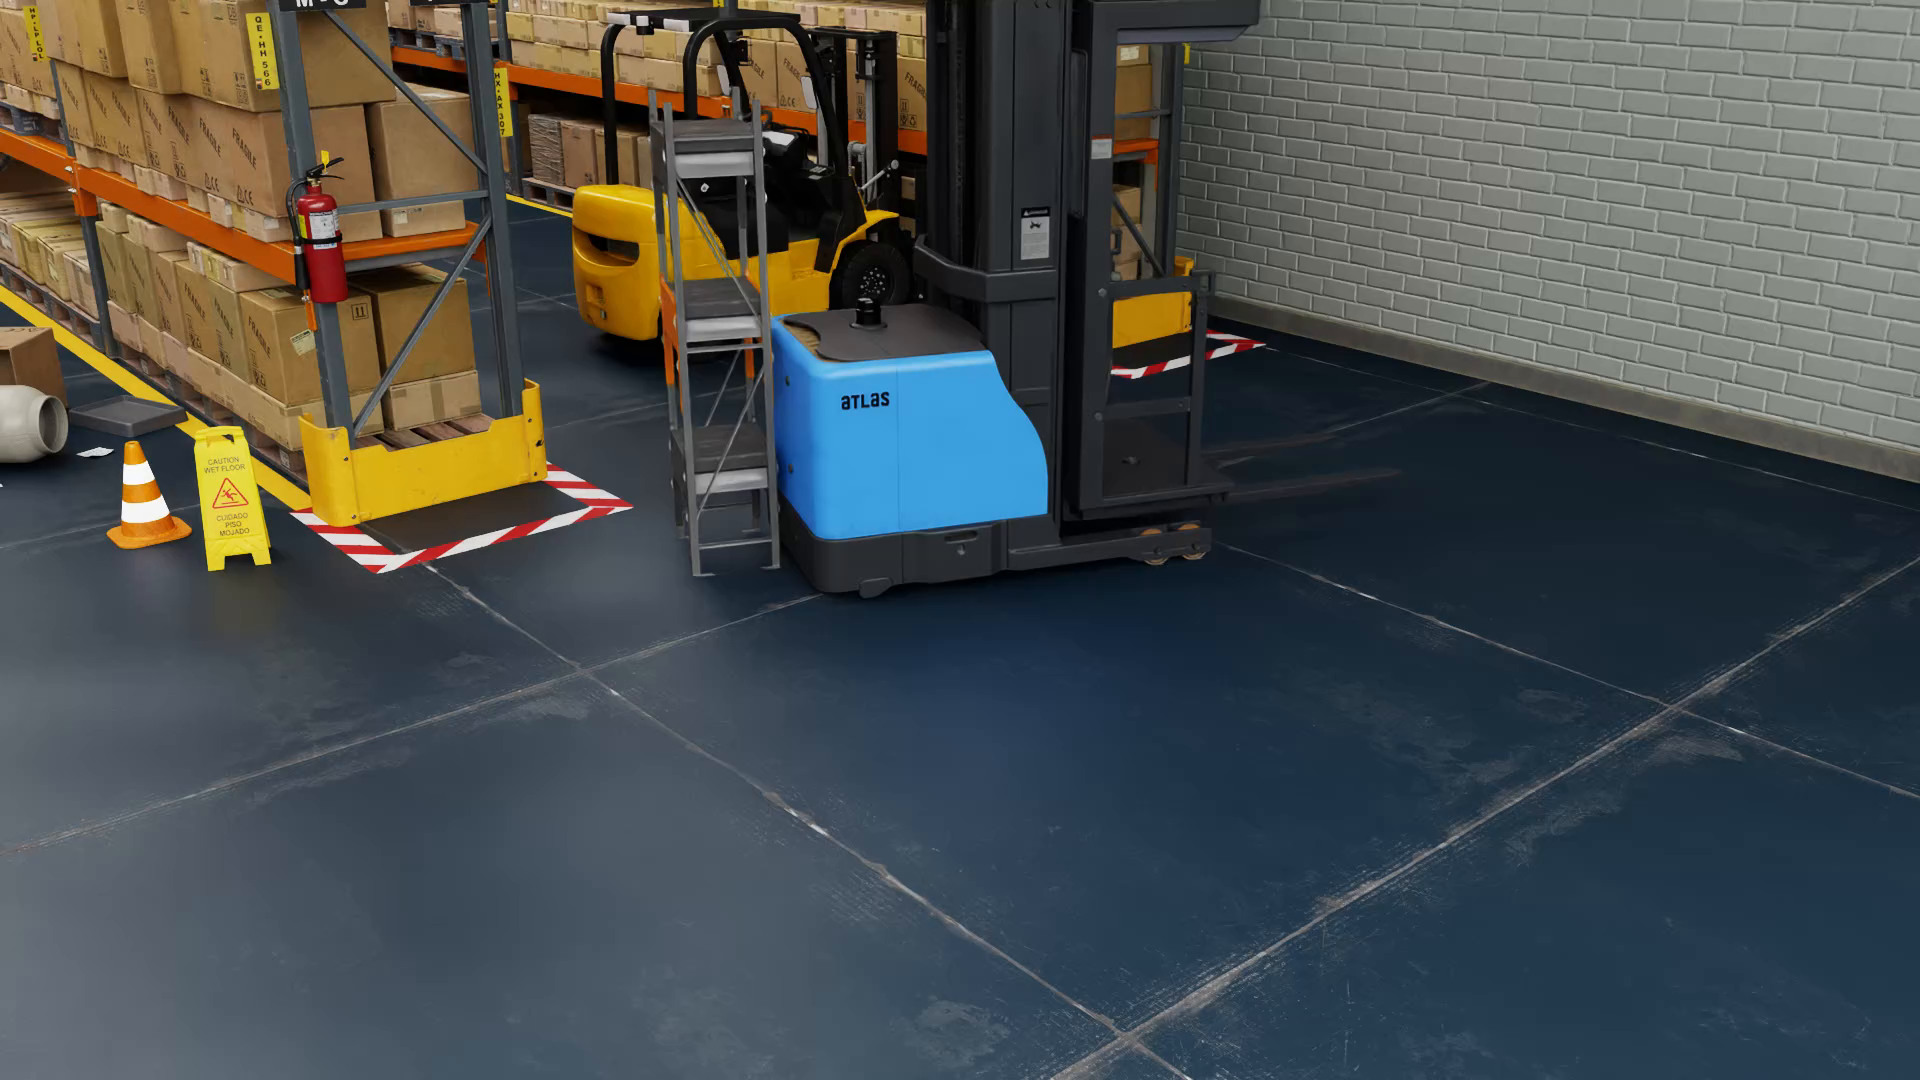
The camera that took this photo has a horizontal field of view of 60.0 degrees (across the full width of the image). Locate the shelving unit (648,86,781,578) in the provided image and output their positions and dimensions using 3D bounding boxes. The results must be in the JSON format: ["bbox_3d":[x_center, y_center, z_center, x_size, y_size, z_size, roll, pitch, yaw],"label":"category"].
[{"bbox_3d":[-1.092,-0.913,7.436,0.431,2.100,0.503,-6,22,-16],"label":"shelving unit"}]

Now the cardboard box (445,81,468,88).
[{"bbox_3d":[-5.619,-5.124,18.916,0.380,0.149,0.250,-17,27,-36],"label":"cardboard box"}]

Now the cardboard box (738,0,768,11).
[{"bbox_3d":[-1.540,-4.232,13.241,0.380,0.149,0.250,-17,27,-36],"label":"cardboard box"}]

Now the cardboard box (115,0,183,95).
[{"bbox_3d":[-3.904,-2.613,8.627,0.700,0.500,0.500,-18,28,-38],"label":"cardboard box"}]

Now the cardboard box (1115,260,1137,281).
[{"bbox_3d":[0.916,-1.896,11.905,0.500,0.250,0.500,-17,27,-37],"label":"cardboard box"}]

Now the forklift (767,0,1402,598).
[{"bbox_3d":[0.648,-1.421,7.594,3.031,2.935,1.130,-7,23,-18],"label":"forklift"}]

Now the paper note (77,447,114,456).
[{"bbox_3d":[-4.777,-0.491,9.195,0.148,0.019,0.142,12,24,27],"label":"paper note"}]

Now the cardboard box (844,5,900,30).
[{"bbox_3d":[-0.639,-3.895,12.380,0.380,0.149,0.250,-18,27,-38],"label":"cardboard box"}]

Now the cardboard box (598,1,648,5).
[{"bbox_3d":[-3.056,-4.796,15.089,0.380,0.149,0.250,-17,27,-37],"label":"cardboard box"}]

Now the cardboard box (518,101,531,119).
[{"bbox_3d":[-4.648,-4.418,17.114,0.380,0.149,0.250,-19,28,-40],"label":"cardboard box"}]

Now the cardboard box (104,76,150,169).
[{"bbox_3d":[-4.542,-2.443,9.563,0.500,0.500,0.500,-18,28,-38],"label":"cardboard box"}]

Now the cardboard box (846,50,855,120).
[{"bbox_3d":[-0.747,-3.485,12.633,0.500,0.500,0.500,-18,28,-38],"label":"cardboard box"}]

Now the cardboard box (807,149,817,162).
[{"bbox_3d":[-1.119,-2.932,13.180,0.500,0.250,0.500,-17,27,-37],"label":"cardboard box"}]

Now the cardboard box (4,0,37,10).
[{"bbox_3d":[-6.213,-3.664,11.216,0.380,0.149,0.250,-18,28,-39],"label":"cardboard box"}]

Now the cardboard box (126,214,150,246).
[{"bbox_3d":[-4.727,-1.869,9.921,0.380,0.149,0.250,-16,27,-35],"label":"cardboard box"}]

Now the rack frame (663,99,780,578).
[{"bbox_3d":[-1.020,-0.828,7.219,0.400,2.100,0.015,-6,22,-16],"label":"rack frame"}]

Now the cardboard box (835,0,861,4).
[{"bbox_3d":[-0.770,-4.225,13.223,0.380,0.149,0.250,-18,28,-38],"label":"cardboard box"}]

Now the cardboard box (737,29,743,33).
[{"bbox_3d":[-1.914,-4.293,13.806,0.380,0.149,0.250,-16,27,-36],"label":"cardboard box"}]

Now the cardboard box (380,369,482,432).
[{"bbox_3d":[-2.987,-0.819,9.157,0.500,0.250,0.500,-18,28,-38],"label":"cardboard box"}]

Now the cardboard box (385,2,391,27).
[{"bbox_3d":[-6.129,-5.771,18.214,0.396,0.266,0.258,-16,26,-35],"label":"cardboard box"}]

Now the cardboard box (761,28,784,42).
[{"bbox_3d":[-1.344,-4.030,13.134,0.380,0.149,0.250,-17,27,-36],"label":"cardboard box"}]

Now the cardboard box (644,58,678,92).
[{"bbox_3d":[-2.383,-4.048,14.412,0.500,0.250,0.500,-18,27,-38],"label":"cardboard box"}]

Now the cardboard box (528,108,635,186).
[{"bbox_3d":[-3.737,-3.923,16.566,0.875,0.625,0.625,-16,27,-36],"label":"cardboard box"}]

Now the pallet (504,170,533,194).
[{"bbox_3d":[-4.593,-3.925,17.716,1.003,0.211,1.213,-17,27,-37],"label":"pallet"}]

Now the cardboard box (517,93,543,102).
[{"bbox_3d":[-4.614,-4.690,17.807,0.380,0.149,0.250,-17,27,-37],"label":"cardboard box"}]

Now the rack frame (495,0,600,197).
[{"bbox_3d":[-4.134,-5.008,16.658,1.000,3.000,0.127,-17,27,-37],"label":"rack frame"}]

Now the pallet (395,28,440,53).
[{"bbox_3d":[-5.407,-5.455,18.062,1.003,0.211,1.213,-17,27,-37],"label":"pallet"}]

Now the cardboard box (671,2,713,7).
[{"bbox_3d":[-2.382,-4.765,15.010,0.380,0.149,0.250,-18,27,-38],"label":"cardboard box"}]

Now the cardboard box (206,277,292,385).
[{"bbox_3d":[-3.734,-1.182,9.056,0.500,0.500,0.500,-16,27,-36],"label":"cardboard box"}]

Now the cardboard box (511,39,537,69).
[{"bbox_3d":[-4.030,-4.758,16.224,0.500,0.250,0.500,-17,27,-37],"label":"cardboard box"}]

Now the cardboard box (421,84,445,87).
[{"bbox_3d":[-5.973,-5.008,18.619,0.380,0.149,0.250,-18,27,-38],"label":"cardboard box"}]

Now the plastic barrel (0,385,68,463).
[{"bbox_3d":[-5.165,-0.626,9.002,0.512,0.421,0.421,0,21,-1],"label":"plastic barrel"}]

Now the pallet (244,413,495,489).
[{"bbox_3d":[-3.223,-0.571,9.152,1.003,0.211,1.213,-17,27,-37],"label":"pallet"}]

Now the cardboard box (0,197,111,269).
[{"bbox_3d":[-7.043,-2.437,13.121,0.950,0.372,0.625,-18,28,-38],"label":"cardboard box"}]

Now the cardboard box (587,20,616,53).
[{"bbox_3d":[-3.023,-4.568,15.054,0.500,0.250,0.500,-17,27,-37],"label":"cardboard box"}]

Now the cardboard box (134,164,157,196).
[{"bbox_3d":[-4.490,-2.085,9.538,0.380,0.149,0.250,-17,27,-37],"label":"cardboard box"}]

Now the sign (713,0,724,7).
[{"bbox_3d":[-1.928,-4.274,13.303,0.100,0.325,0.005,-17,27,-37],"label":"sign"}]

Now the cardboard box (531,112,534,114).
[{"bbox_3d":[-4.502,-4.363,17.863,0.500,0.500,0.500,-17,27,-37],"label":"cardboard box"}]

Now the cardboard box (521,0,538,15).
[{"bbox_3d":[-3.974,-5.125,15.930,0.380,0.149,0.250,-17,27,-36],"label":"cardboard box"}]

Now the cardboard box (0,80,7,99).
[{"bbox_3d":[-6.802,-3.312,12.096,0.380,0.149,0.250,-16,27,-36],"label":"cardboard box"}]

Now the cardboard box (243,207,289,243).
[{"bbox_3d":[-3.326,-1.594,8.286,0.380,0.149,0.250,-18,28,-38],"label":"cardboard box"}]

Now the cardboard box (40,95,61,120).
[{"bbox_3d":[-5.826,-2.876,10.981,0.380,0.149,0.250,-17,27,-37],"label":"cardboard box"}]

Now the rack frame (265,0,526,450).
[{"bbox_3d":[-2.670,-1.615,7.995,1.000,3.000,0.127,-17,27,-37],"label":"rack frame"}]

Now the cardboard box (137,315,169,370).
[{"bbox_3d":[-4.743,-1.264,10.292,0.500,0.250,0.500,-16,26,-34],"label":"cardboard box"}]

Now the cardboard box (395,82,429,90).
[{"bbox_3d":[-3.110,-2.140,8.789,0.500,0.500,0.500,-16,27,-36],"label":"cardboard box"}]

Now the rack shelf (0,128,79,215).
[{"bbox_3d":[-6.586,-2.938,12.359,1.077,0.370,4.000,-17,27,-37],"label":"rack shelf"}]

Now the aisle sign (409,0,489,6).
[{"bbox_3d":[-2.395,-2.883,7.666,0.394,0.787,0.004,-17,27,-37],"label":"aisle sign"}]
